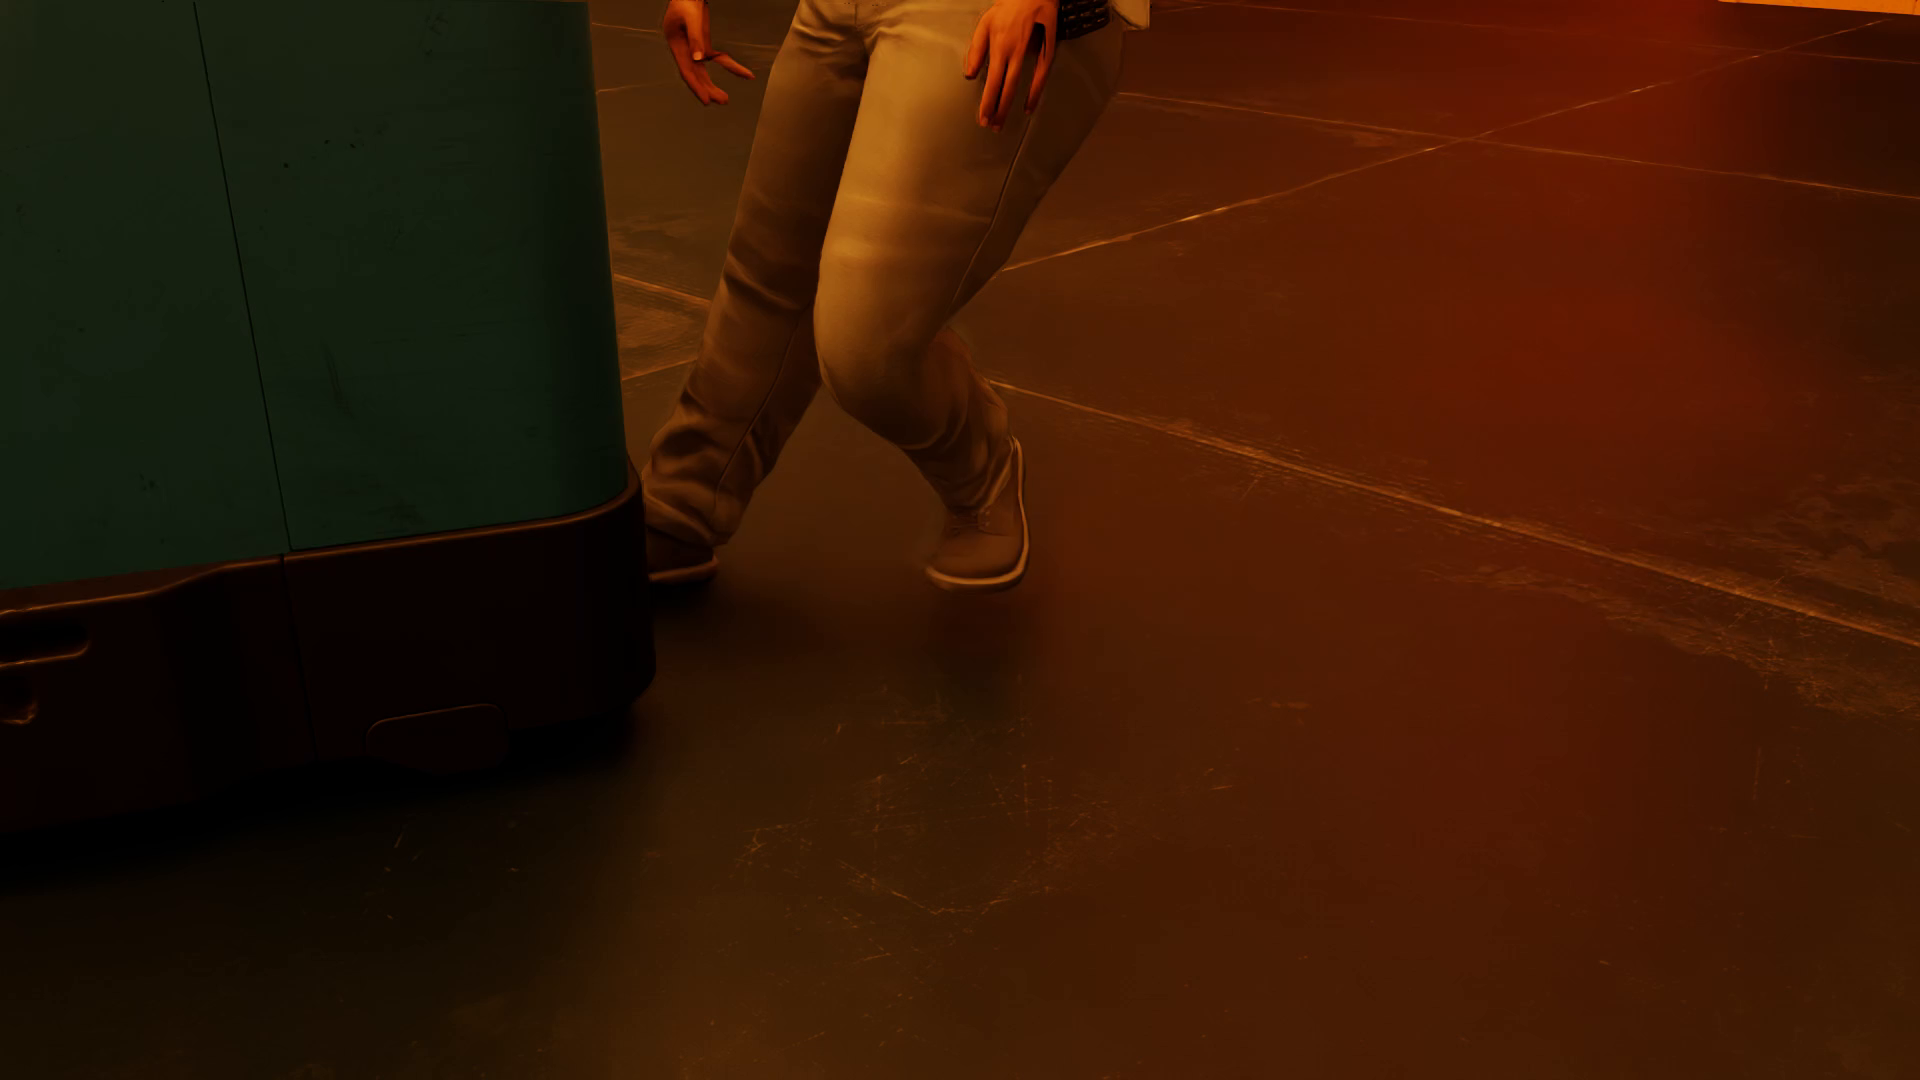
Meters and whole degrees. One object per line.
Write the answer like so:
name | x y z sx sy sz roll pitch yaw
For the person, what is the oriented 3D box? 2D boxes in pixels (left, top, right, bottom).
person | -0.166 -0.614 1.912 0.670 1.593 0.678 -17 29 -34

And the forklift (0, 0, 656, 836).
forklift | -1.931 -1.079 1.312 3.031 2.935 1.130 -8 25 -18
